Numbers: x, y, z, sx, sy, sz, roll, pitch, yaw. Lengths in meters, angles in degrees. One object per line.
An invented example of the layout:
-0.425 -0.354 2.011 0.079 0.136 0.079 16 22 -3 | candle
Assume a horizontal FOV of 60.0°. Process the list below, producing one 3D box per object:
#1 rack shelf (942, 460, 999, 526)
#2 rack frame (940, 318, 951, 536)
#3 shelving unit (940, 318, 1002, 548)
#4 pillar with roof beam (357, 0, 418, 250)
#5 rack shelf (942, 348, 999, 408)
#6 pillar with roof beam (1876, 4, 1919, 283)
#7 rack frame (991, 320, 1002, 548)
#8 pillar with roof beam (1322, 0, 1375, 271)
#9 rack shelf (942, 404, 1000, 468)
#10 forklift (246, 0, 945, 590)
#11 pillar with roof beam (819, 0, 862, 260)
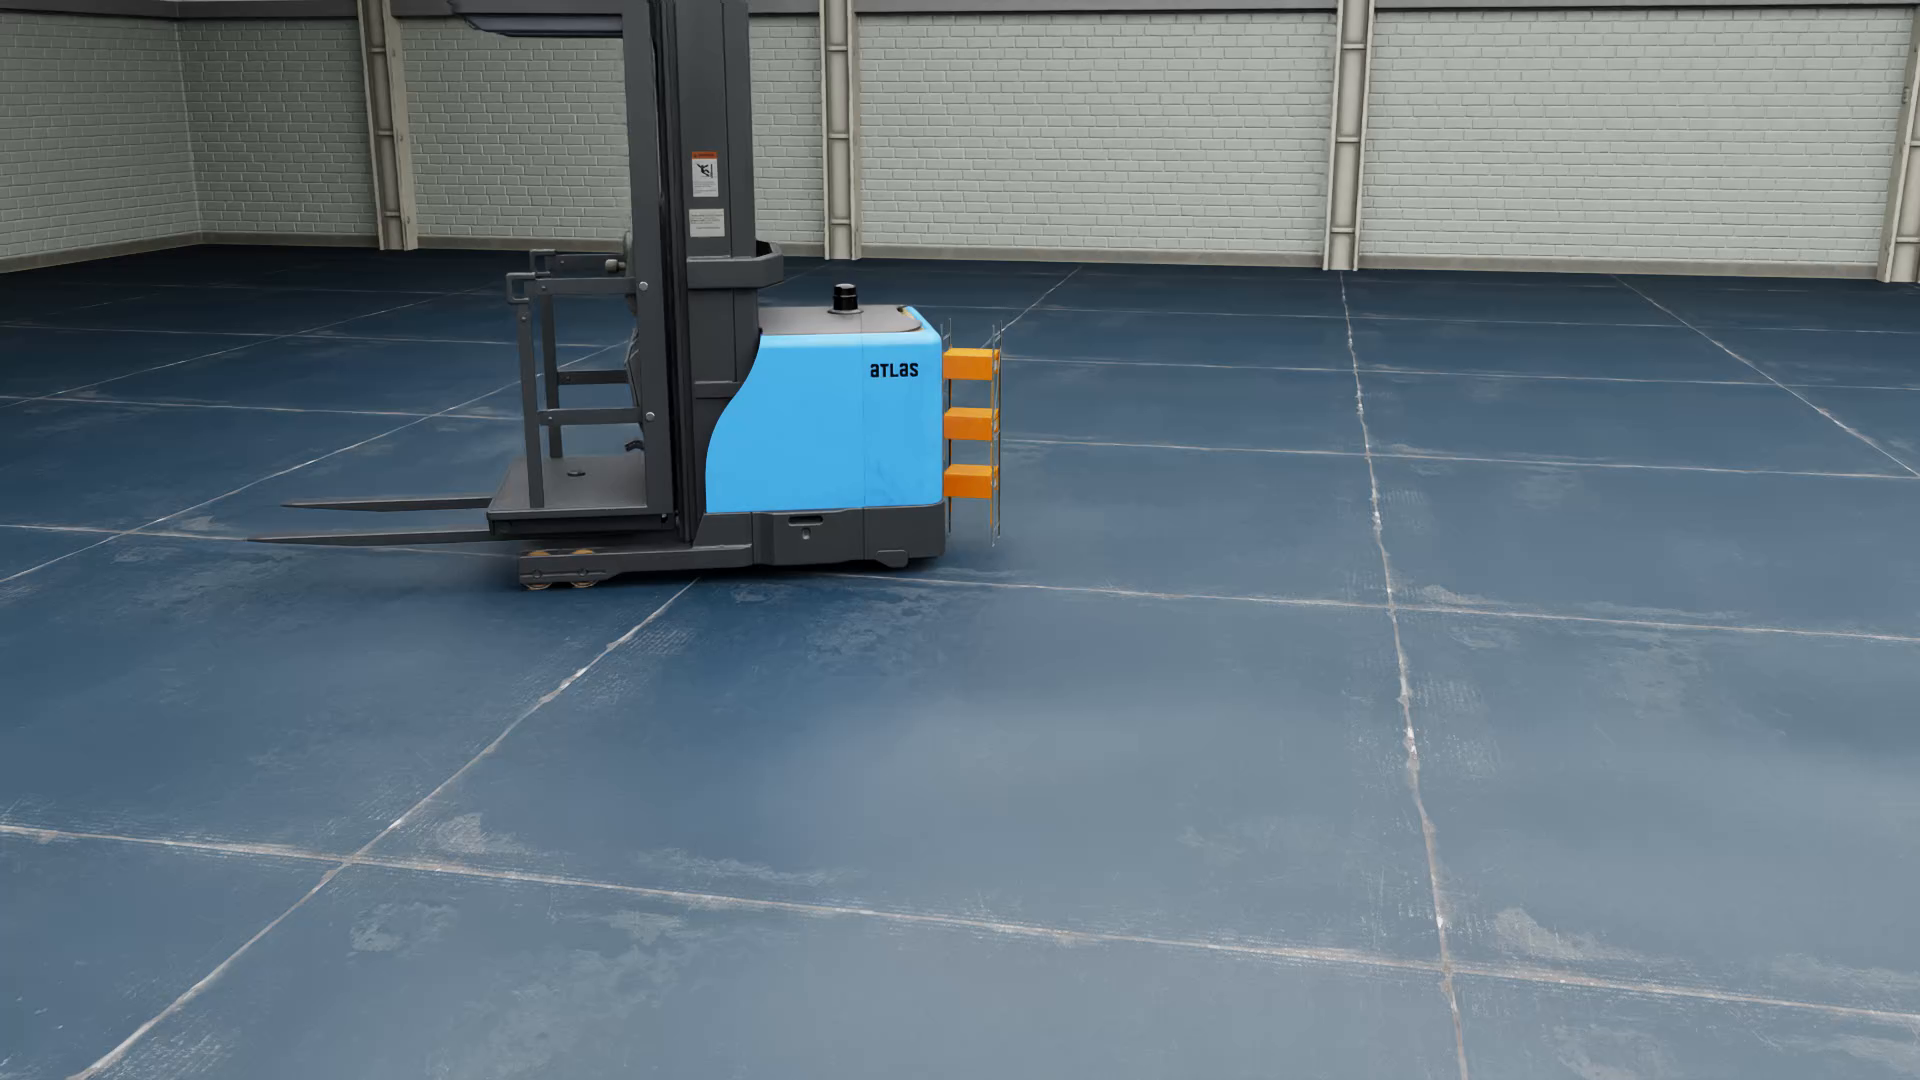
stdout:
0.052 -0.225 7.919 0.240 0.259 0.215 3 16 11 | rack shelf
-0.067 -0.510 7.865 0.008 1.050 0.200 3 16 11 | rack frame
0.052 -0.503 7.842 0.252 1.050 0.215 3 16 11 | shelving unit
-8.180 -7.014 16.456 0.400 9.000 9.100 3 16 11 | pillar with roof beam
0.052 -0.766 7.769 0.240 0.259 0.215 3 16 11 | rack shelf
9.459 -6.056 12.999 0.400 9.000 9.100 3 16 11 | pillar with roof beam
0.172 -0.497 7.818 0.008 1.050 0.200 3 16 11 | rack frame
3.579 -6.376 14.151 0.400 9.000 9.100 3 16 11 | pillar with roof beam
0.052 -0.493 7.844 0.240 0.259 0.215 3 16 11 | rack shelf
-1.629 -1.347 7.365 3.031 2.935 1.130 -2 16 -8 | forklift
-2.301 -6.695 15.303 0.400 9.000 9.100 3 16 11 | pillar with roof beam
